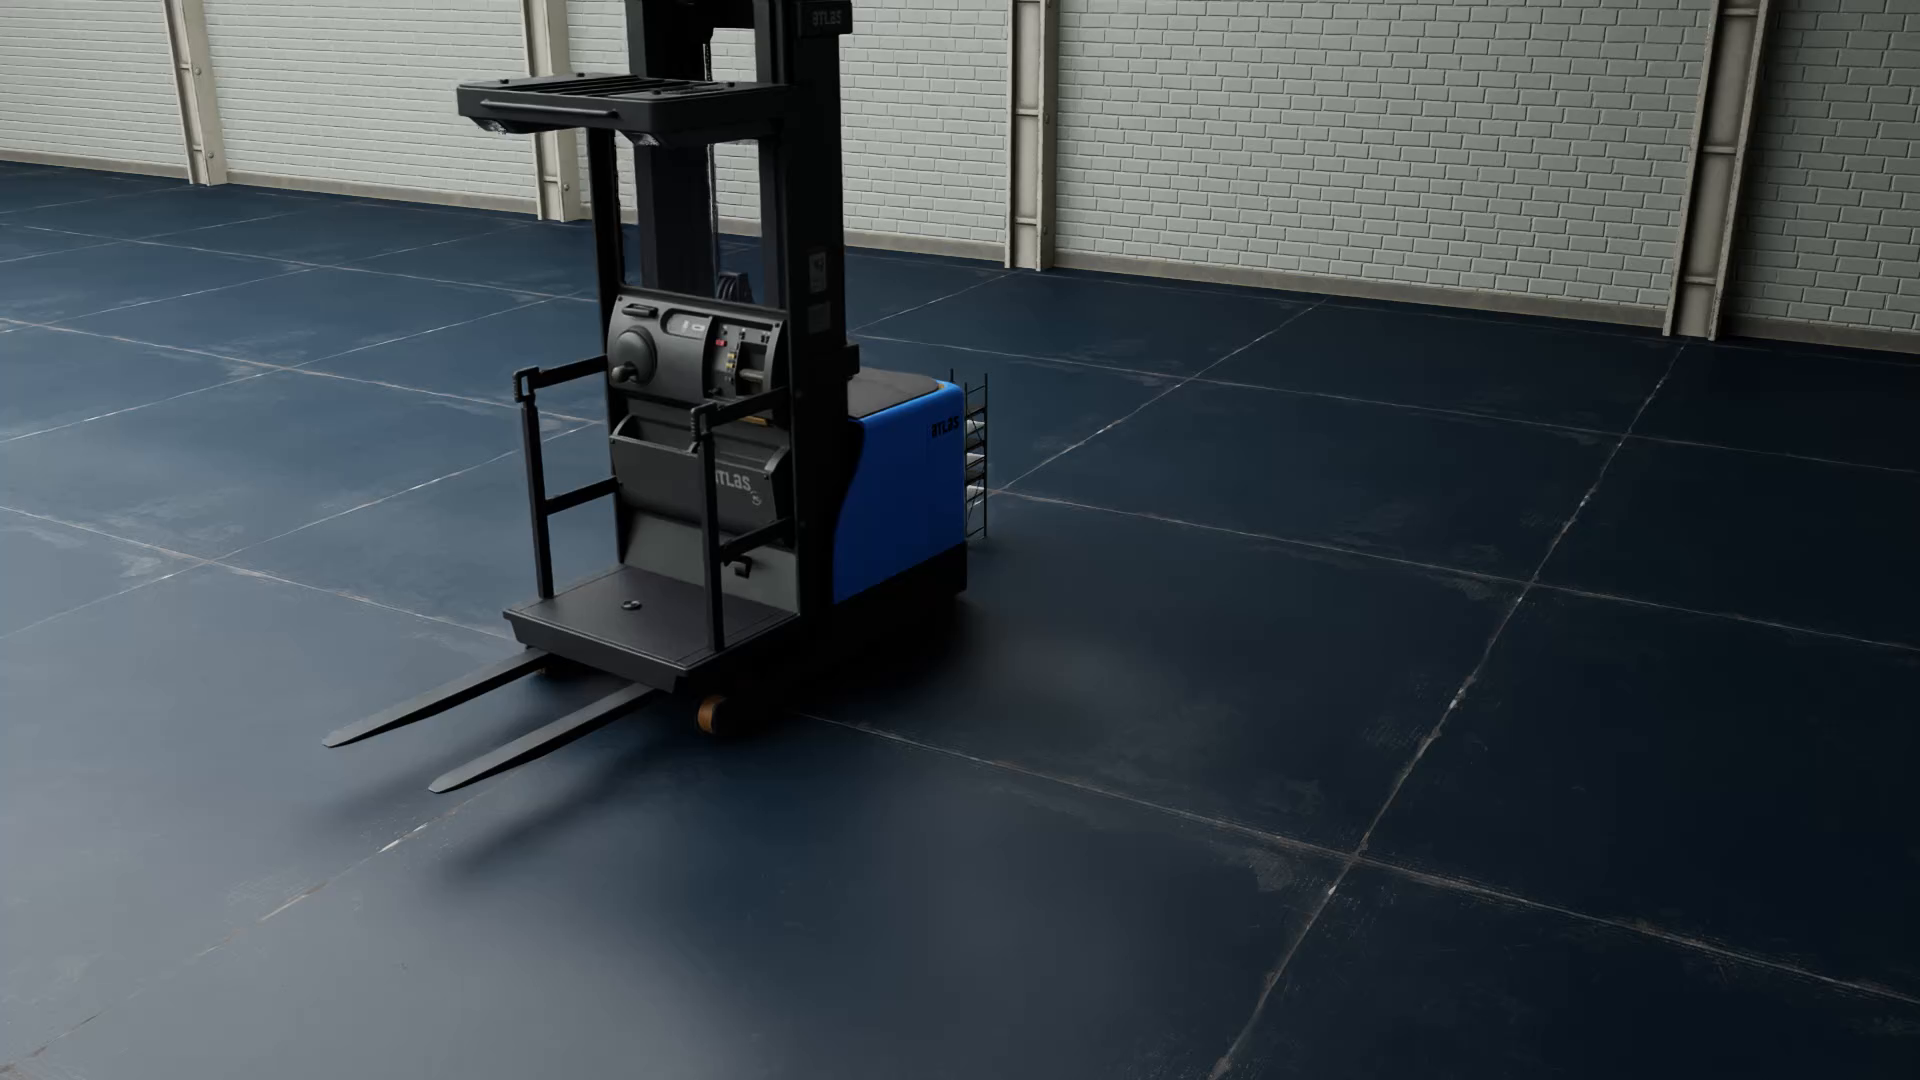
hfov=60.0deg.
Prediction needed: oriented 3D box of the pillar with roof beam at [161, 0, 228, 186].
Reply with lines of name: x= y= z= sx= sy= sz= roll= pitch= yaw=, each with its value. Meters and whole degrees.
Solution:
pillar with roof beam: x=-11.896 y=-7.608 z=16.643 sx=0.400 sy=9.000 sz=9.100 roll=11 pitch=23 yaw=27

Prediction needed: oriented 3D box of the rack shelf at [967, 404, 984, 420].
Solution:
rack shelf: x=-0.007 y=-0.647 z=8.635 sx=0.200 sy=0.077 sz=0.258 roll=11 pitch=23 yaw=27

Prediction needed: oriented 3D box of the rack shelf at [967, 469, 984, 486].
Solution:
rack shelf: x=-0.007 y=-0.308 z=8.757 sx=0.200 sy=0.077 sz=0.258 roll=11 pitch=23 yaw=27

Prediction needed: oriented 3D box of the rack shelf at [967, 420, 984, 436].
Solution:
rack shelf: x=-0.007 y=-0.562 z=8.665 sx=0.200 sy=0.077 sz=0.258 roll=11 pitch=23 yaw=27

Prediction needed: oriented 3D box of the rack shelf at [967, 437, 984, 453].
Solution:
rack shelf: x=-0.007 y=-0.478 z=8.696 sx=0.200 sy=0.077 sz=0.258 roll=11 pitch=23 yaw=27

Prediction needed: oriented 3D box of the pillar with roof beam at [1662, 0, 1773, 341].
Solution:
pillar with roof beam: x=3.819 y=-4.615 z=8.391 sx=0.400 sy=9.000 sz=9.100 roll=11 pitch=23 yaw=27

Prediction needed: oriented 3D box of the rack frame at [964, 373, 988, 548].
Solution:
rack frame: x=0.082 y=-0.407 z=8.669 sx=0.006 sy=0.900 sz=0.240 roll=11 pitch=23 yaw=27

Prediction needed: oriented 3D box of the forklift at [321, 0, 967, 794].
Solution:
forklift: x=-1.222 y=-0.776 z=6.705 sx=1.130 sy=2.935 sz=3.031 roll=13 pitch=24 yaw=33

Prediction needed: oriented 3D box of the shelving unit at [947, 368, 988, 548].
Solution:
shelving unit: x=-0.007 y=-0.424 z=8.715 sx=0.210 sy=0.900 sz=0.258 roll=11 pitch=23 yaw=27

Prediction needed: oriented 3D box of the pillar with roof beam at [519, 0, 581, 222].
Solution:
pillar with roof beam: x=-6.658 y=-6.610 z=13.892 sx=0.400 sy=9.000 sz=9.100 roll=11 pitch=23 yaw=27

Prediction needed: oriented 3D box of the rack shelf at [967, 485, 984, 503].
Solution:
rack shelf: x=-0.007 y=-0.224 z=8.788 sx=0.200 sy=0.077 sz=0.258 roll=11 pitch=23 yaw=27

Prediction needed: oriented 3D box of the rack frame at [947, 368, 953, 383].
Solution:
rack frame: x=-0.096 y=-0.441 z=8.762 sx=0.006 sy=0.900 sz=0.240 roll=11 pitch=23 yaw=27

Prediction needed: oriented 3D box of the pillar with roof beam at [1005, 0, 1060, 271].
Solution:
pillar with roof beam: x=-1.419 y=-5.613 z=11.141 sx=0.400 sy=9.000 sz=9.100 roll=11 pitch=23 yaw=27

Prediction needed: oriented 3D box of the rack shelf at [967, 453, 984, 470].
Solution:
rack shelf: x=-0.007 y=-0.393 z=8.727 sx=0.200 sy=0.077 sz=0.258 roll=11 pitch=23 yaw=27
